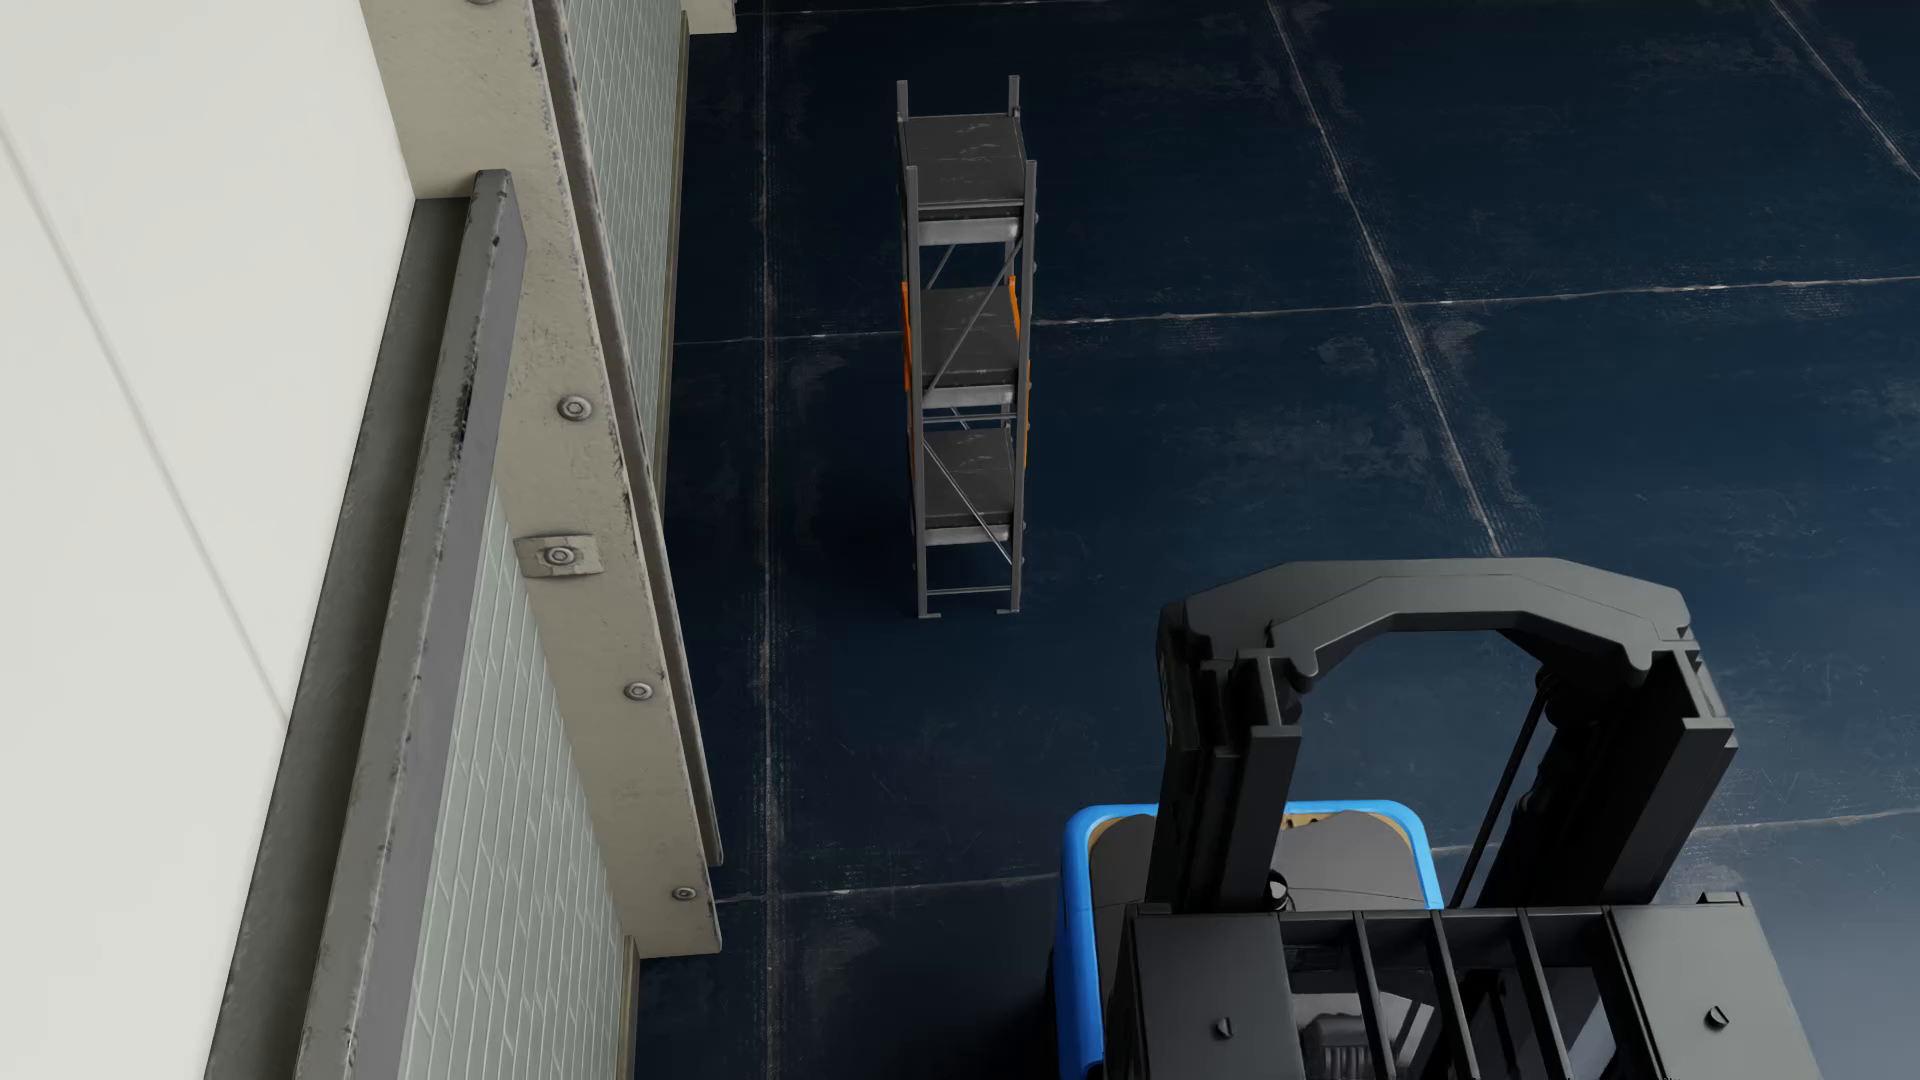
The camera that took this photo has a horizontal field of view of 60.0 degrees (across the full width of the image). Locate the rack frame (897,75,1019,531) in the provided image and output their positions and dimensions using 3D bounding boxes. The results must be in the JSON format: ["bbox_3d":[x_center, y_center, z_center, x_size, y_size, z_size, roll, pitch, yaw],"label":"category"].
[{"bbox_3d":[-0.007,-0.779,6.178,0.400,2.100,0.015,-3,47,-3],"label":"rack frame"}]

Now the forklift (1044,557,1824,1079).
[{"bbox_3d":[0.833,1.545,3.404,1.130,2.935,3.031,-1,47,-1],"label":"forklift"}]

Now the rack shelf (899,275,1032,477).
[{"bbox_3d":[0.014,-0.593,6.021,0.431,0.518,0.480,-3,47,-3],"label":"rack shelf"}]

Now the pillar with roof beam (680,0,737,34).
[{"bbox_3d":[2.817,-6.449,6.796,9.100,9.000,0.400,-3,47,-3],"label":"pillar with roof beam"}]

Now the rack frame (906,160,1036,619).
[{"bbox_3d":[0.034,-0.426,5.844,0.400,2.100,0.015,-3,47,-3],"label":"rack frame"}]

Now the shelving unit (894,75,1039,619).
[{"bbox_3d":[0.014,-0.602,6.011,0.431,2.100,0.503,-3,47,-3],"label":"shelving unit"}]

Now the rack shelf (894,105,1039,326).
[{"bbox_3d":[0.014,-1.074,5.512,0.431,0.518,0.480,-3,47,-3],"label":"rack shelf"}]

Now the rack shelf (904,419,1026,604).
[{"bbox_3d":[0.014,-0.112,6.529,0.431,0.518,0.480,-3,47,-3],"label":"rack shelf"}]

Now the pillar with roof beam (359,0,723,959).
[{"bbox_3d":[3.319,-2.108,2.685,9.100,9.000,0.400,-3,47,-3],"label":"pillar with roof beam"}]
